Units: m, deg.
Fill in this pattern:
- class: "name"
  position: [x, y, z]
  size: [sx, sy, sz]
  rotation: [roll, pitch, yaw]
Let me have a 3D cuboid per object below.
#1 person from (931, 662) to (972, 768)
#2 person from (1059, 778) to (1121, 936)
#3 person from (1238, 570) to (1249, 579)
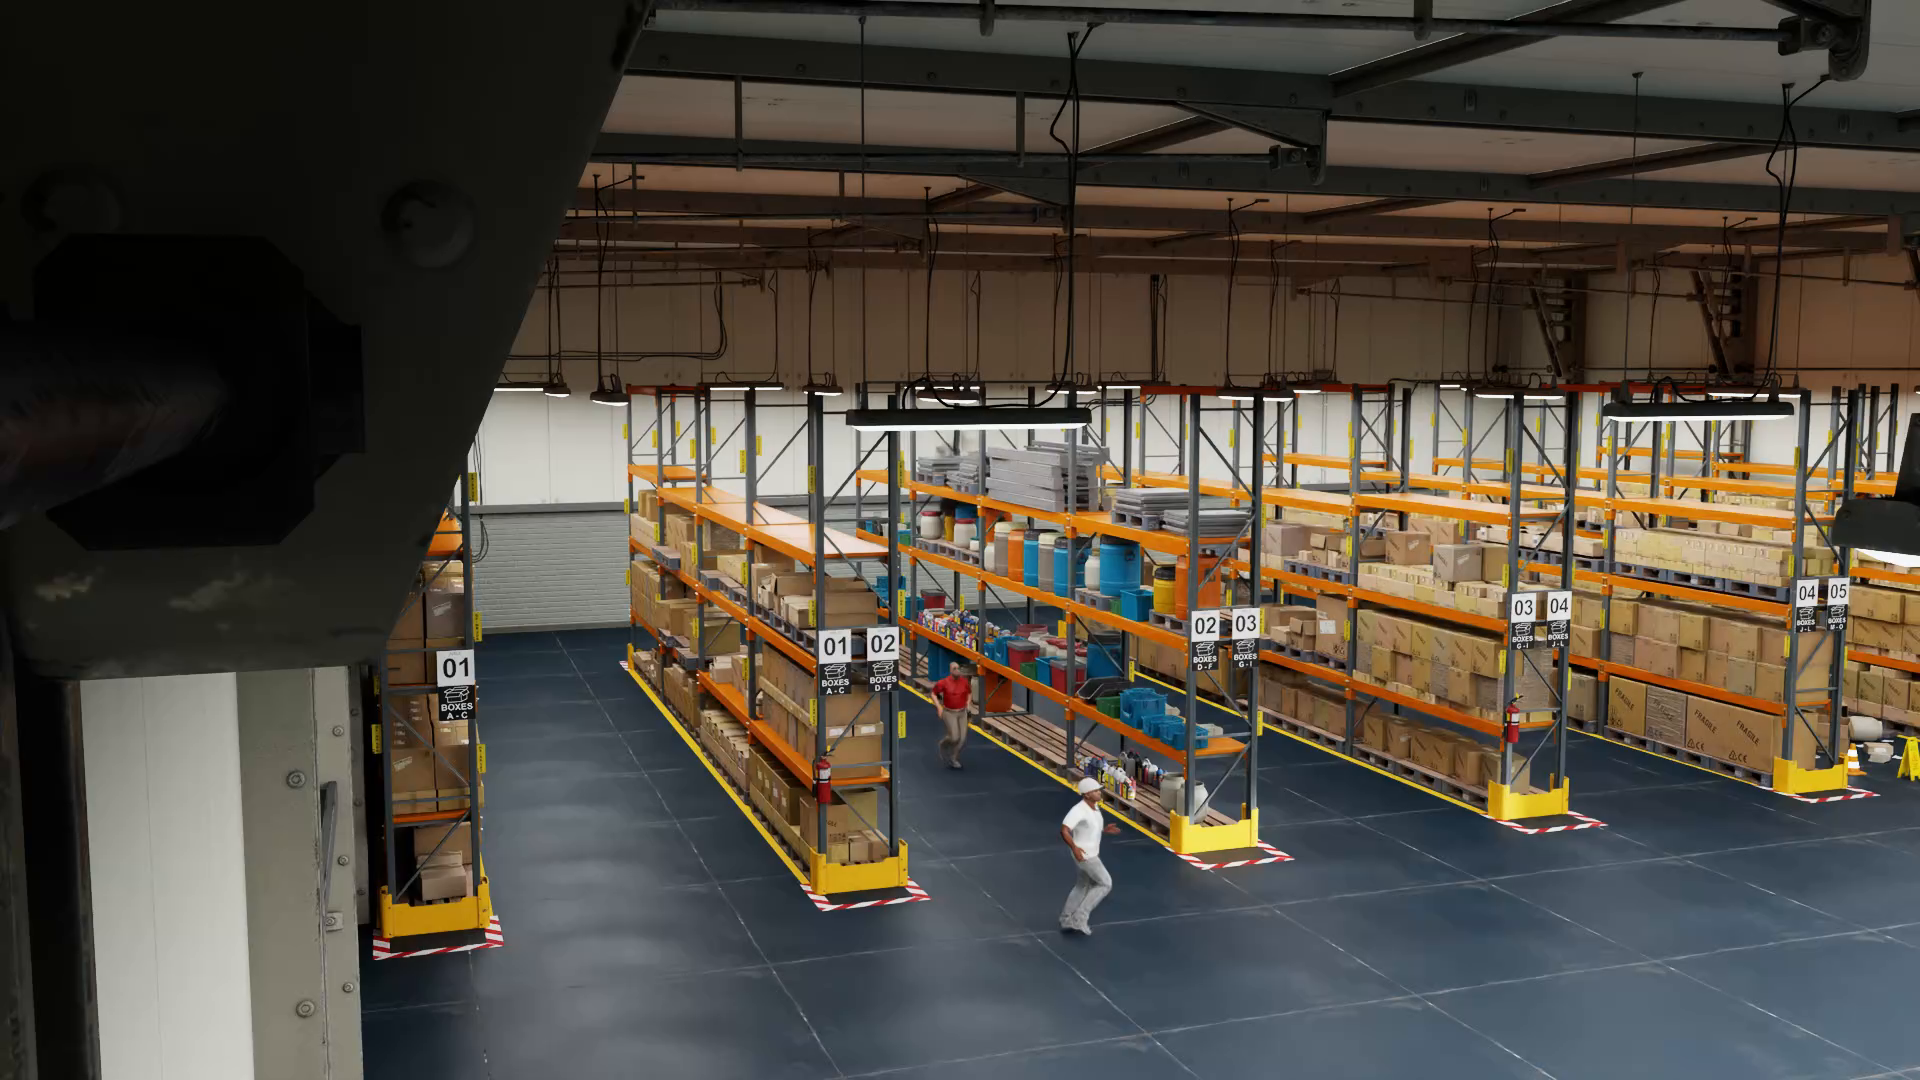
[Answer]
- class: "person"
  position: [-0.072, 2.777, 26.347]
  size: [0.658, 1.682, 0.591]
  rotation: [-3, 7, -27]
- class: "person"
  position: [1.463, 3.540, 18.682]
  size: [0.679, 1.767, 0.668]
  rotation: [1, 6, 9]
- class: "person"
  position: [6.826, 1.247, 41.114]
  size: [0.565, 1.689, 0.901]
  rotation: [-2, 6, -22]
